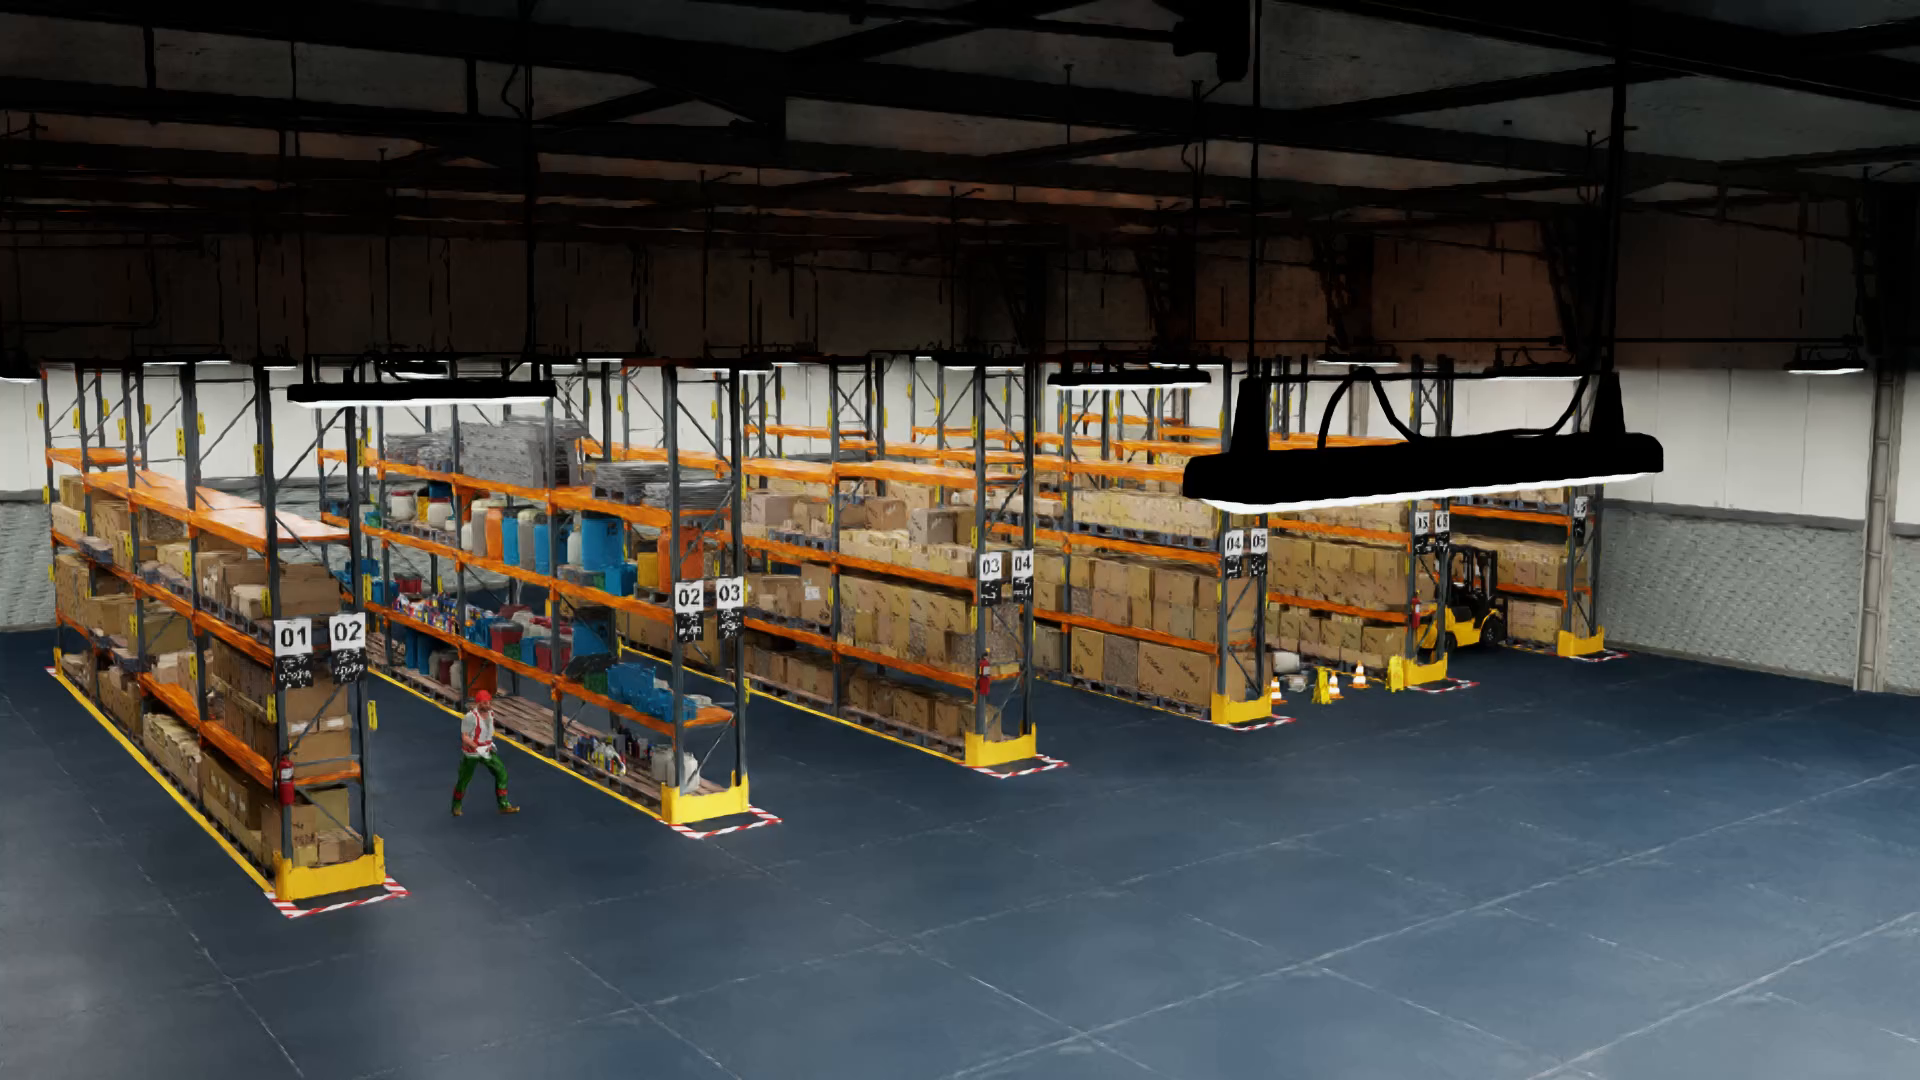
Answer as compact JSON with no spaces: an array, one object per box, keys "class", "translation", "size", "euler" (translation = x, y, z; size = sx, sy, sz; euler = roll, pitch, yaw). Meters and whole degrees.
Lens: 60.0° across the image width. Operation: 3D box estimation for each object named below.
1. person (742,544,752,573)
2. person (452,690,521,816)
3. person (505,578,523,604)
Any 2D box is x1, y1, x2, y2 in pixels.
[{"class":"person","translation":[-4.953,0.925,37.877],"size":[0.591,1.698,1.193],"euler":[-5,8,-34]},{"class":"person","translation":[-6.389,2.817,22.119],"size":[0.829,1.716,0.686],"euler":[5,8,36]},{"class":"person","translation":[-10.523,0.823,39.370],"size":[0.491,1.590,0.474],"euler":[2,7,15]}]
